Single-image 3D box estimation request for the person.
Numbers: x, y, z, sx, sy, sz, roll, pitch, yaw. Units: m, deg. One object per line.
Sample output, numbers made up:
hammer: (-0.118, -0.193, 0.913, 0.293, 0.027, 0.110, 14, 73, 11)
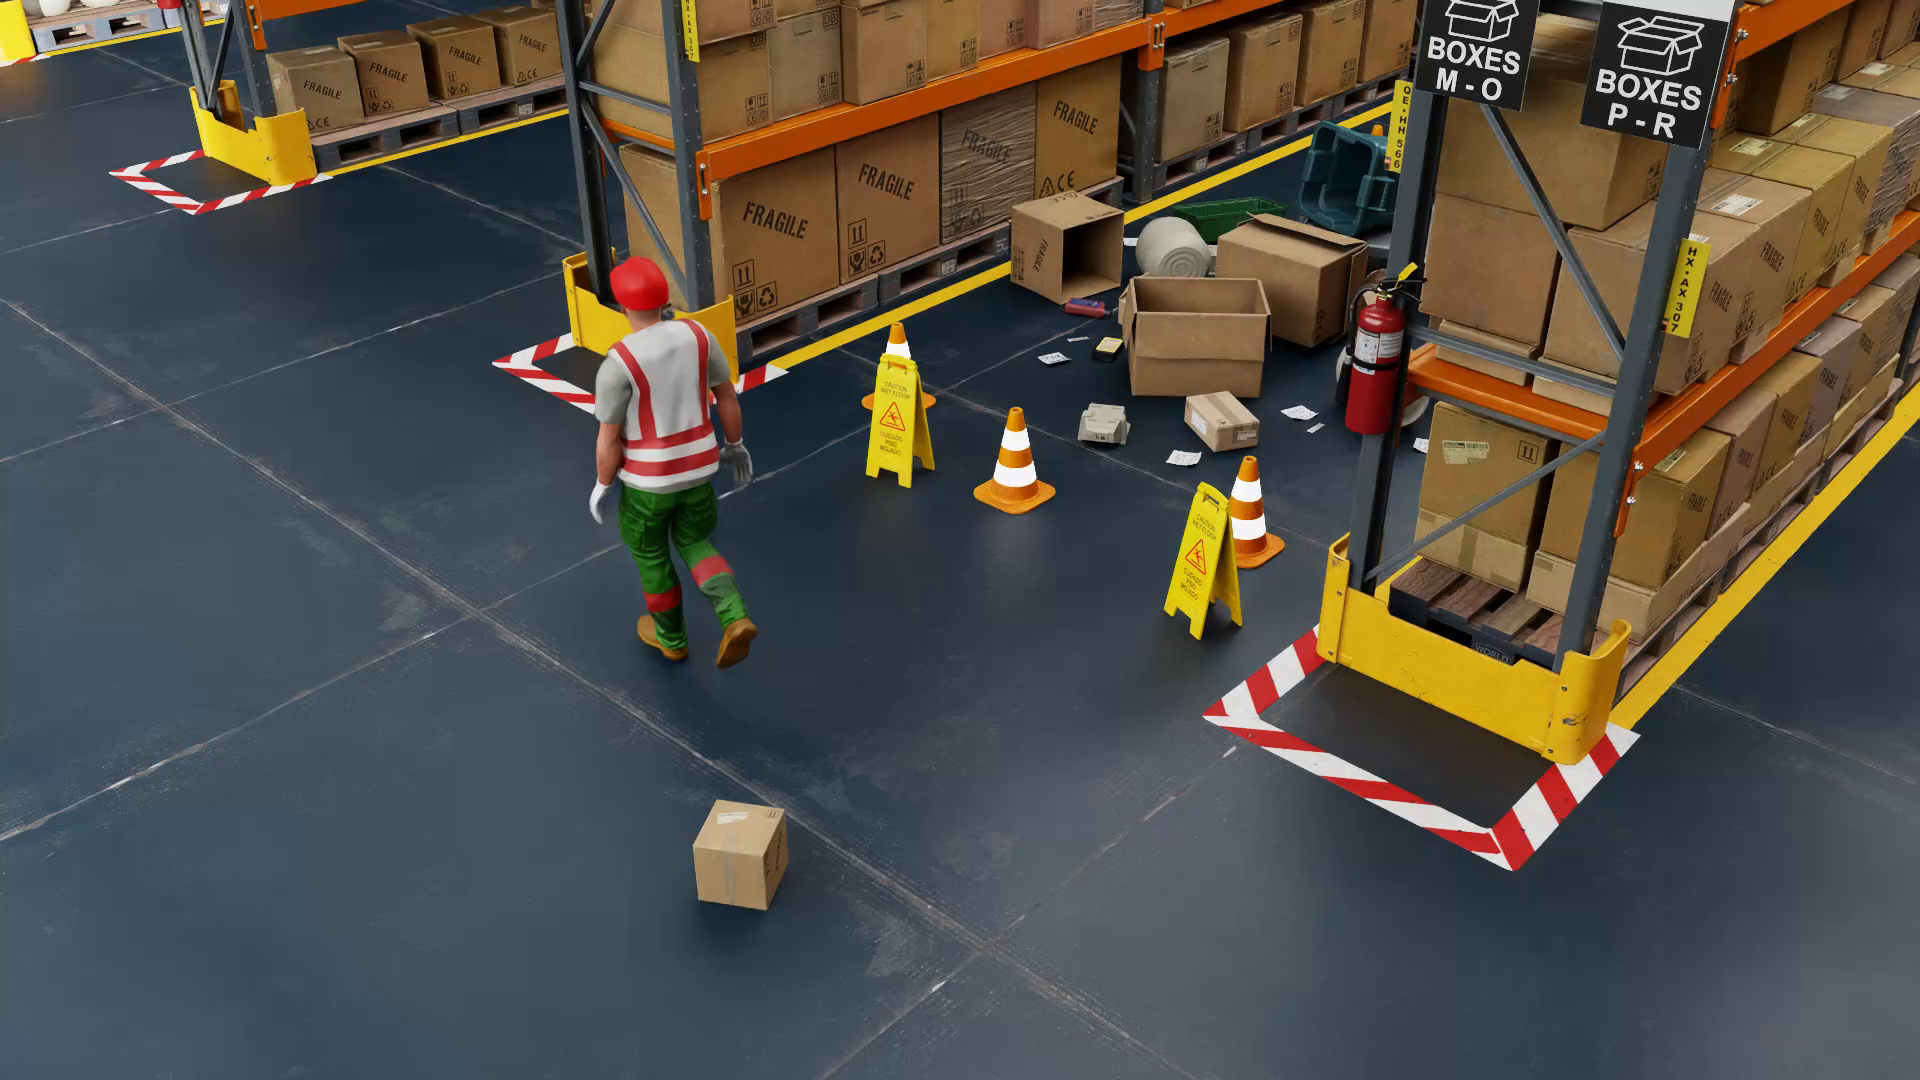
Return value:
person: (-1.086, -0.250, 6.519, 0.659, 1.769, 0.705, -24, 38, -34)
